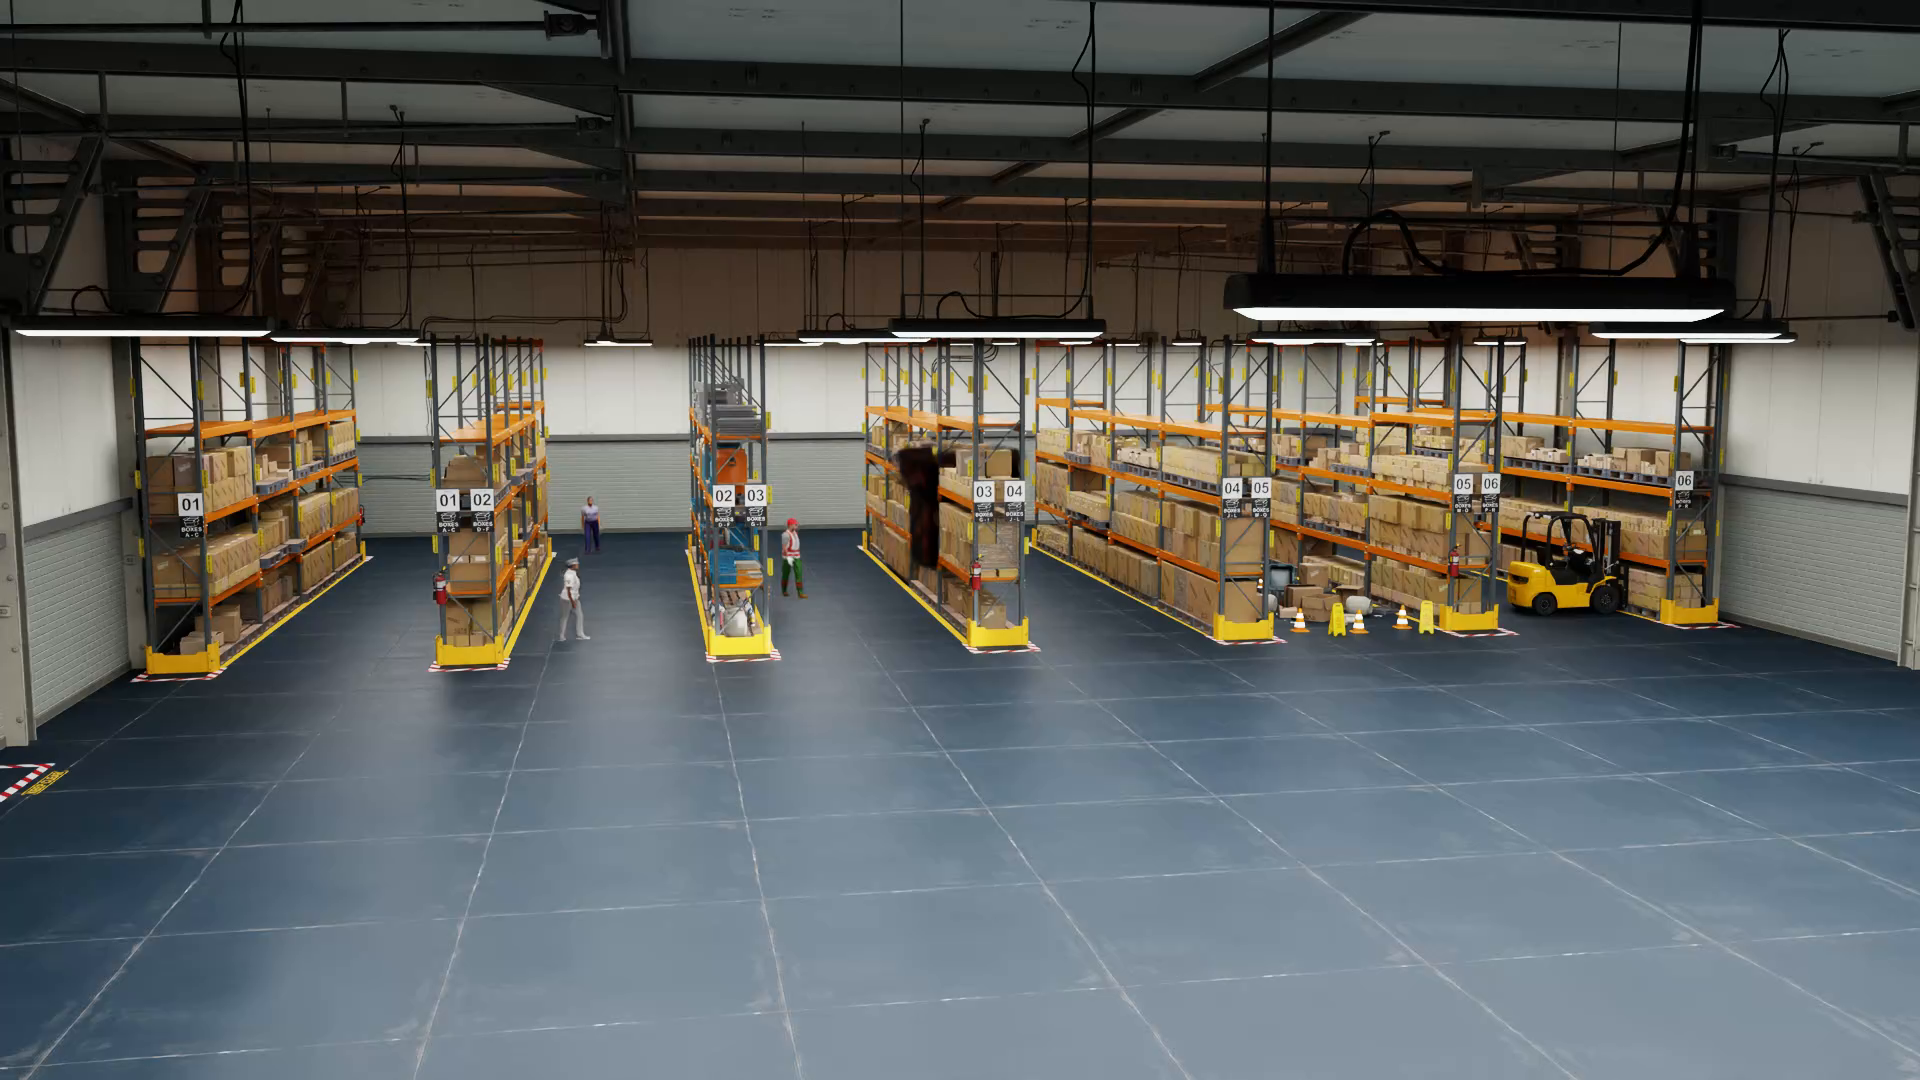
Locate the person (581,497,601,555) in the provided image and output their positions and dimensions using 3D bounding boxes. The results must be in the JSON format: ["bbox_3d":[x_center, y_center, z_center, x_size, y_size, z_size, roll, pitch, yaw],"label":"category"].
[{"bbox_3d":[-10.351,-0.421,46.664,0.558,1.603,0.956,-1,7,-8],"label":"person"}]

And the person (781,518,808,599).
[{"bbox_3d":[-3.667,0.402,36.170,0.478,1.744,0.977,-3,7,-24],"label":"person"}]

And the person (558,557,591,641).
[{"bbox_3d":[-7.647,1.165,32.668,0.617,1.657,0.492,2,7,16],"label":"person"}]
